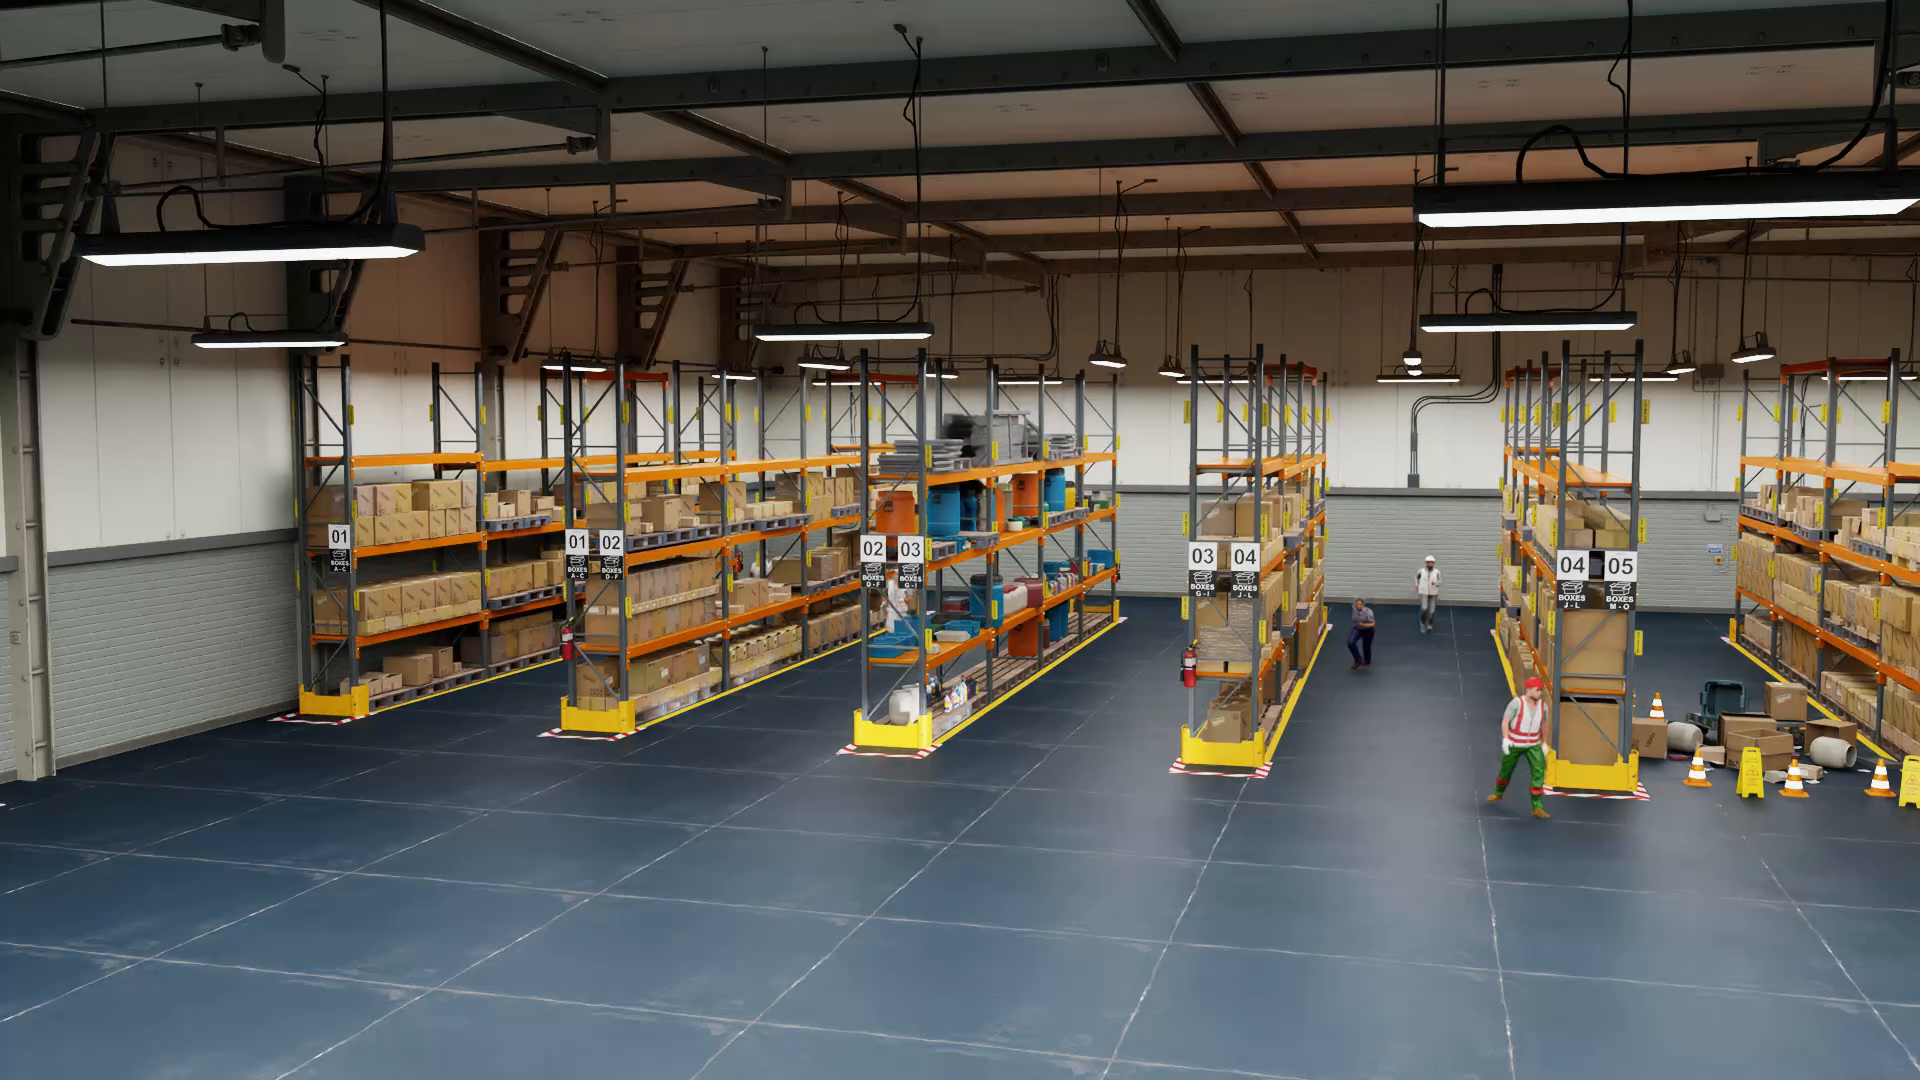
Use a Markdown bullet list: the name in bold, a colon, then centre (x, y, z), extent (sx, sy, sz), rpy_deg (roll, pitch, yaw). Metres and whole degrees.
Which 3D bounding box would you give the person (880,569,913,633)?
- **person**: centre (-1.227, 1.432, 32.136), extent (0.646, 1.835, 0.694), rpy_deg (0, 4, 3)

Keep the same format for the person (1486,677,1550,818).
- **person**: centre (7.083, 2.564, 20.944), extent (0.696, 1.728, 0.997), rpy_deg (0, 4, -5)

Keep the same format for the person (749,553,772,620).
- **person**: centre (-4.920, 1.102, 40.997), extent (0.590, 1.675, 0.642), rpy_deg (0, 4, 6)

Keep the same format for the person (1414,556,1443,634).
- **person**: centre (10.753, 1.262, 38.161), extent (0.623, 1.800, 0.726), rpy_deg (1, 4, 8)

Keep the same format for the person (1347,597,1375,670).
- **person**: centre (7.935, 1.817, 32.665), extent (0.607, 1.425, 1.089), rpy_deg (3, 5, 34)
